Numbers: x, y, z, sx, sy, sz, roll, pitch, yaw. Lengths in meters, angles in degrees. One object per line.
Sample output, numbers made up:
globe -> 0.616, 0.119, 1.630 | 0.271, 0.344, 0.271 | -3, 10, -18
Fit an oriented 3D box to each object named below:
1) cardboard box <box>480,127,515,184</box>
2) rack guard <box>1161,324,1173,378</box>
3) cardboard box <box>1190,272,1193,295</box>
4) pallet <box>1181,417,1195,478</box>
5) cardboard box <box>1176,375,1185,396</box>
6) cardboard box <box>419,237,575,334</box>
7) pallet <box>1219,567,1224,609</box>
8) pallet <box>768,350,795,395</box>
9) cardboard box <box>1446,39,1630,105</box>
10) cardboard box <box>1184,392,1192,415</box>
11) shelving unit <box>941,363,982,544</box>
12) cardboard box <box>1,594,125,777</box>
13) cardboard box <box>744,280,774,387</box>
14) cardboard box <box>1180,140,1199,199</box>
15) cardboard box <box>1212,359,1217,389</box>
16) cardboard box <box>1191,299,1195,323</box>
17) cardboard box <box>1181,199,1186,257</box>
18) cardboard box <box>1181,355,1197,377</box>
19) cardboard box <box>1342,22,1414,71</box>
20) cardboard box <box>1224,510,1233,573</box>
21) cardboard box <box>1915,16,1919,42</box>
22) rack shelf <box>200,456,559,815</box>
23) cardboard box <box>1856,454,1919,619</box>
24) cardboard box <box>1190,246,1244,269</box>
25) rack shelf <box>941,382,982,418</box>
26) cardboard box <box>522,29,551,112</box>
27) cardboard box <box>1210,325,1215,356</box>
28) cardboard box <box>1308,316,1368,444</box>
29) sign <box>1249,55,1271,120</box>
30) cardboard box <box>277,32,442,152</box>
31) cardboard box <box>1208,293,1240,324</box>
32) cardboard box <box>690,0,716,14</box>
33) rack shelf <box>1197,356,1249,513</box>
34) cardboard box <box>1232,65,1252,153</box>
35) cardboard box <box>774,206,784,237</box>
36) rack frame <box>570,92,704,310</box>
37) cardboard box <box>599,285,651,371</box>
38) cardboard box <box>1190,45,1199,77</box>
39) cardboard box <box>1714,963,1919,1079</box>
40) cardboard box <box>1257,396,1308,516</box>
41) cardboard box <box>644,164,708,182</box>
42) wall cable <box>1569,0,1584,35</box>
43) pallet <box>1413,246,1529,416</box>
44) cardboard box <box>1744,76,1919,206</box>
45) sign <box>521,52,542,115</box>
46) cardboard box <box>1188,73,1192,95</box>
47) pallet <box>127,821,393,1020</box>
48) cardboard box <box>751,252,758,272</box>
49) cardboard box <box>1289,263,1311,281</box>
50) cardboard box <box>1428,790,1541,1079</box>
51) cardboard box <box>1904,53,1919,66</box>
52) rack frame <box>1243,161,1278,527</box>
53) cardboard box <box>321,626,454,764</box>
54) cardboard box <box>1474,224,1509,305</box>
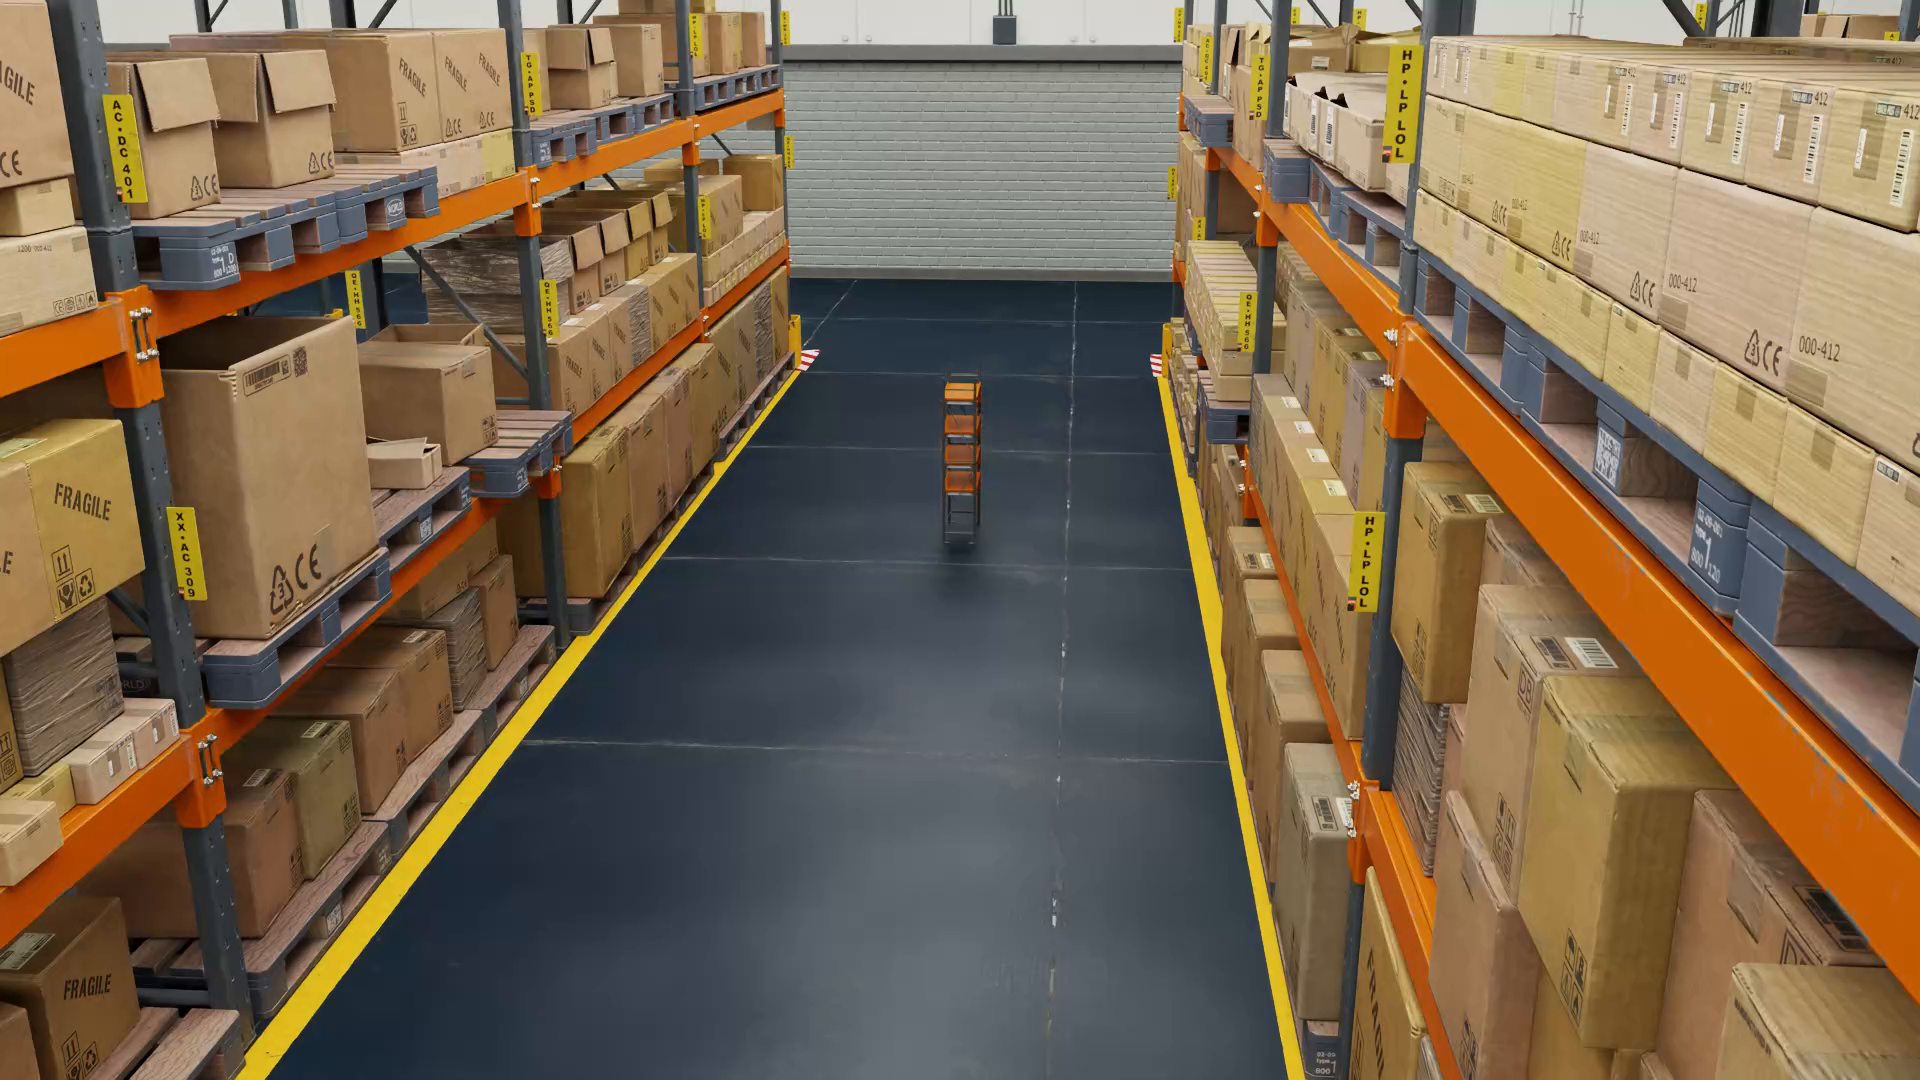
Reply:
cardboard box -> -2.638, -1.994, 8.616 | 0.500, 0.250, 0.500 | 1, 18, 4
rack guard -> 2.660, -1.924, 16.993 | 1.175, 0.500, 0.348 | 1, 18, 4
cardboard box -> 1.857, -1.842, 11.979 | 0.380, 0.149, 0.250 | 2, 18, 5
pallet -> 2.391, -0.778, 13.958 | 1.003, 0.211, 1.213 | 1, 18, 4
cardboard box -> 2.205, -1.431, 15.377 | 0.380, 0.149, 0.250 | 0, 18, 1
cardboard box -> -2.780, -1.544, 10.047 | 0.797, 0.503, 0.637 | 2, 18, 6
pallet -> 2.149, 0.431, 10.268 | 1.003, 0.211, 1.213 | 1, 18, 4
pallet -> -2.254, -1.703, 16.780 | 1.003, 0.211, 1.213 | 1, 18, 4
cardboard box -> 1.423, -1.156, 4.104 | 0.380, 0.149, 0.250 | 1, 18, 3
cardboard box -> 2.093, -1.153, 14.049 | 0.380, 0.149, 0.250 | 1, 18, 2
shelving unit -> 0.012, -0.622, 11.893 | 0.258, 1.200, 0.503 | 1, 18, 4
cardboard box -> -3.229, 0.399, 5.251 | 0.875, 0.500, 0.500 | 1, 18, 4
cardboard box -> -2.306, -1.985, 15.900 | 0.875, 0.875, 0.875 | 1, 18, 4
cardboard box -> 2.279, -3.348, 15.080 | 0.500, 0.500, 0.500 | 1, 18, 3
cardboard box -> 1.688, -0.972, 9.801 | 0.380, 0.149, 0.250 | 1, 18, 4
cardboard box -> 1.837, -1.620, 11.778 | 0.380, 0.149, 0.250 | 1, 18, 4
cardboard box -> 2.297, -2.873, 15.235 | 0.500, 0.500, 0.500 | 2, 18, 5
cardboard box -> 2.165, -1.544, 14.766 | 0.380, 0.149, 0.250 | 1, 18, 2
cardboard box -> 2.412, -2.848, 9.589 | 0.396, 0.266, 0.258 | 1, 18, 4
cardboard box -> 1.878, 0.127, 10.058 | 0.500, 0.500, 0.500 | 1, 18, 4
cardboard box -> 7.575, -3.712, 12.623 | 0.500, 0.500, 0.500 | 2, 18, 5
rack shelf -> -2.992, 0.170, 7.743 | 1.077, 0.370, 4.000 | 1, 18, 4
cardboard box -> 1.241, 0.012, 1.822 | 0.380, 0.149, 0.250 | 2, 18, 5
cardboard box -> 1.878, -2.058, 12.159 | 0.380, 0.149, 0.250 | 2, 18, 5
rack shelf -> 0.012, -0.995, 11.771 | 0.258, 0.148, 0.480 | 1, 18, 4
cardboard box -> -2.902, -2.927, 10.386 | 0.500, 0.500, 0.500 | 2, 18, 7
cardboard box -> 1.707, -1.201, 10.022 | 0.380, 0.149, 0.250 | 2, 18, 5
cardboard box -> 1.980, -0.718, 7.531 | 0.700, 0.500, 0.500 | 1, 18, 3
sign -> 1.551, -2.335, 8.584 | 0.100, 0.325, 0.005 | 1, 18, 4
cardboard box -> -2.710, -2.037, 7.542 | 0.500, 0.500, 0.500 | 2, 18, 5
cardboard box -> 1.724, -1.419, 10.209 | 0.380, 0.149, 0.250 | 2, 18, 6
cardboard box -> -2.430, -4.727, 14.515 | 0.500, 0.250, 0.500 | 1, 18, 2
rack shelf -> 2.235, -0.930, 11.101 | 1.077, 0.370, 4.000 | 1, 18, 4
cardboard box -> 1.942, -2.618, 10.117 | 0.500, 0.500, 0.500 | 1, 18, 4
cardboard box -> -2.045, -3.192, 16.609 | 0.500, 0.250, 0.500 | 1, 18, 3
rack frame -> -2.561, -2.036, 13.318 | 1.000, 3.000, 0.127 | 1, 18, 4
cardboard box -> -2.436, -1.460, 11.402 | 0.500, 0.500, 0.500 | 1, 18, 4
cardboard box -> 2.255, -4.121, 14.303 | 0.500, 0.250, 0.500 | 1, 18, 2
cardboard box -> 1.531, 0.962, 2.195 | 0.875, 0.550, 0.550 | 1, 18, 4
cardboard box -> 1.757, -0.407, 8.188 | 0.500, 0.500, 0.500 | 1, 18, 3
cardboard box -> -2.645, -3.245, 15.568 | 0.500, 0.500, 0.500 | 1, 18, 2
wall cable -> 7.737, -7.680, 20.911 | 0.463, 3.000, 0.029 | 1, 18, 4
pallet -> 1.736, -0.538, 4.074 | 1.003, 0.211, 1.213 | 1, 18, 4
cardboard box -> 1.278, -0.526, 2.181 | 0.380, 0.149, 0.250 | 1, 18, 4
sign -> -2.307, -2.452, 8.940 | 0.100, 0.325, 0.005 | 1, 18, 4
cardboard box -> 2.312, -4.032, 14.836 | 0.500, 0.250, 0.500 | 1, 18, 2
pallet -> -3.081, 1.532, 6.908 | 1.003, 0.211, 1.213 | 1, 18, 4
cardboard box -> -2.082, -2.566, 15.340 | 0.380, 0.149, 0.250 | 2, 18, 5
cardboard box -> 2.466, -1.806, 11.391 | 0.380, 0.149, 0.250 | 1, 18, 2
cardboard box -> 1.617, 0.971, 3.901 | 0.875, 0.550, 0.550 | 1, 18, 4
cardboard box -> 2.005, -0.828, 3.104 | 0.380, 0.149, 0.250 | 1, 18, 3
rack frame -> 2.092, -0.651, 9.093 | 1.000, 3.000, 0.127 | 1, 18, 4
cardboard box -> -2.937, 0.743, 8.147 | 0.700, 0.500, 0.500 | 3, 18, 9
cardboard box -> 1.386, -0.621, 3.751 | 0.380, 0.149, 0.250 | 1, 18, 3
